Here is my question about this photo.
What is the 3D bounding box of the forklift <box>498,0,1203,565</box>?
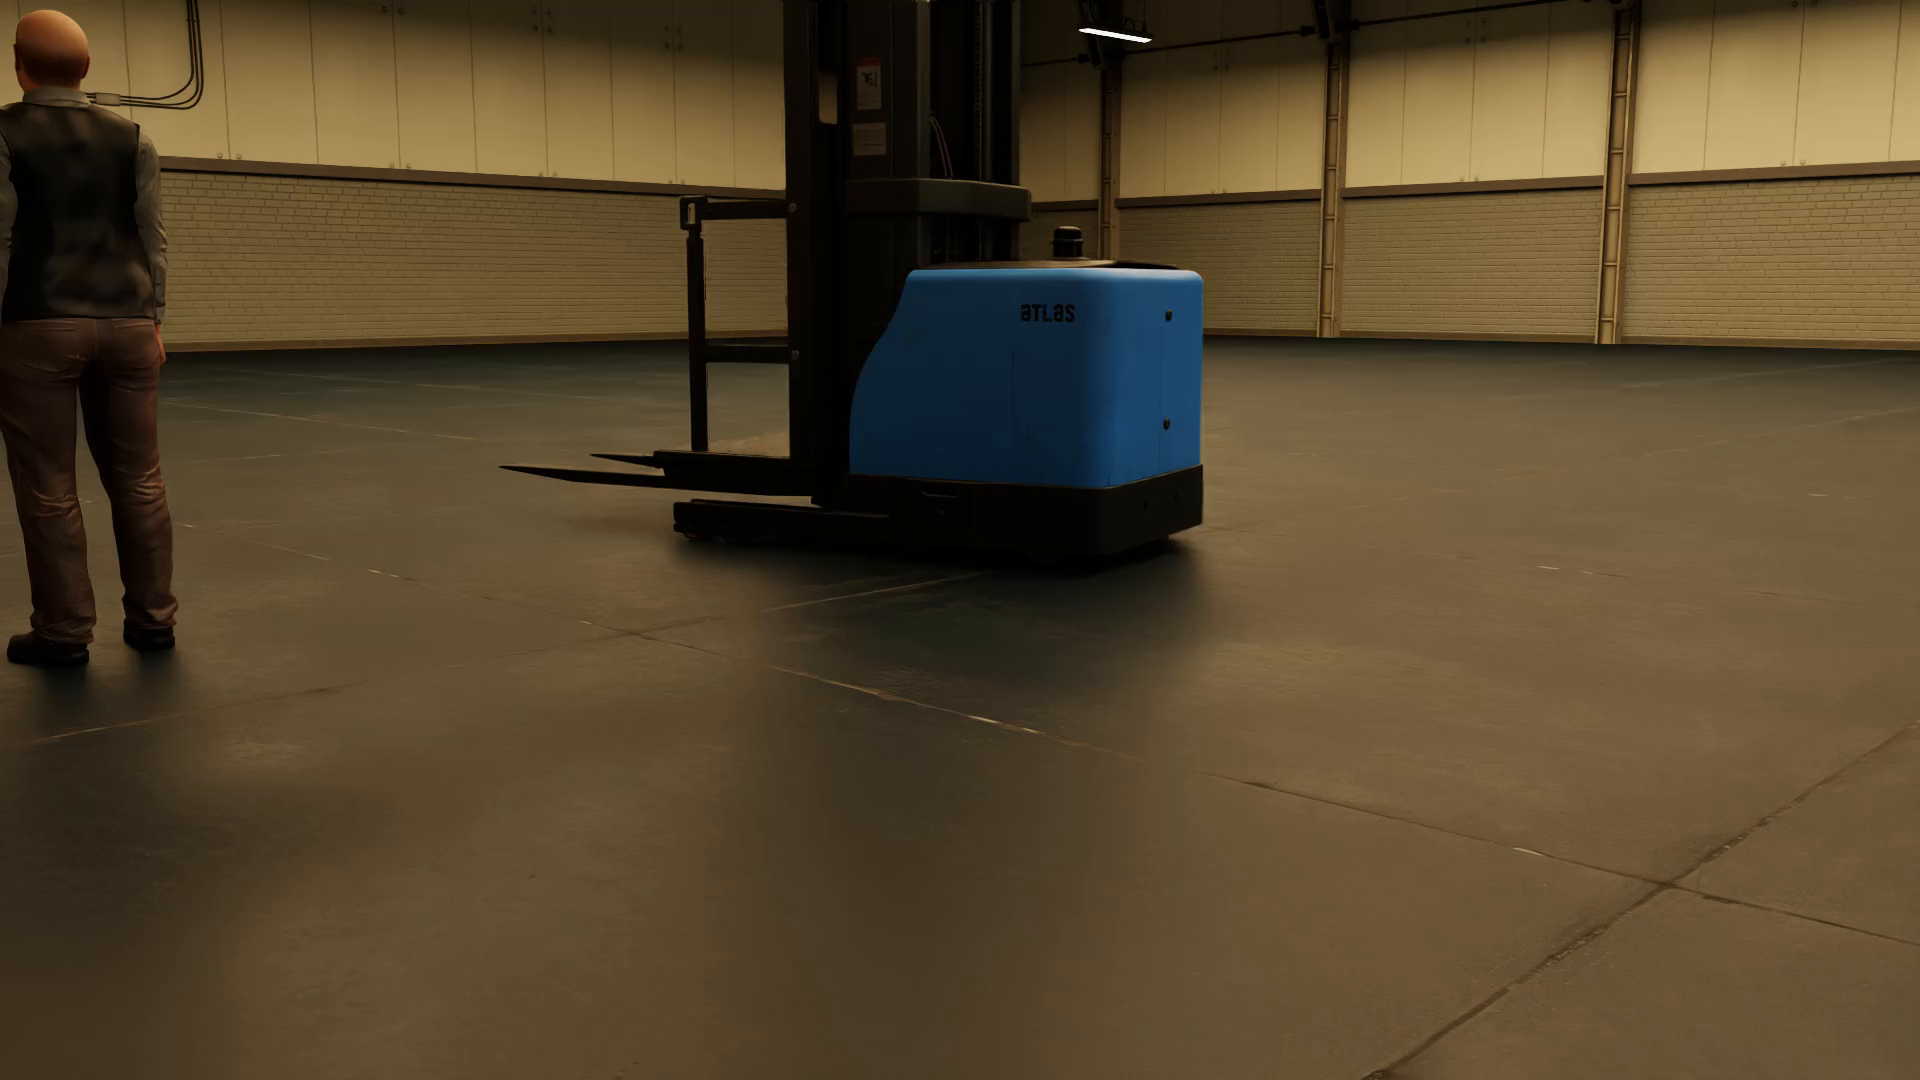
[{"bbox_3d":[-0.571,-1.493,6.791,3.031,2.935,1.130,5,10,28],"label":"forklift"}]

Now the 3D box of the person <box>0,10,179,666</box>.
[{"bbox_3d":[-2.415,-0.536,4.498,0.375,1.724,0.525,7,11,39],"label":"person"}]
